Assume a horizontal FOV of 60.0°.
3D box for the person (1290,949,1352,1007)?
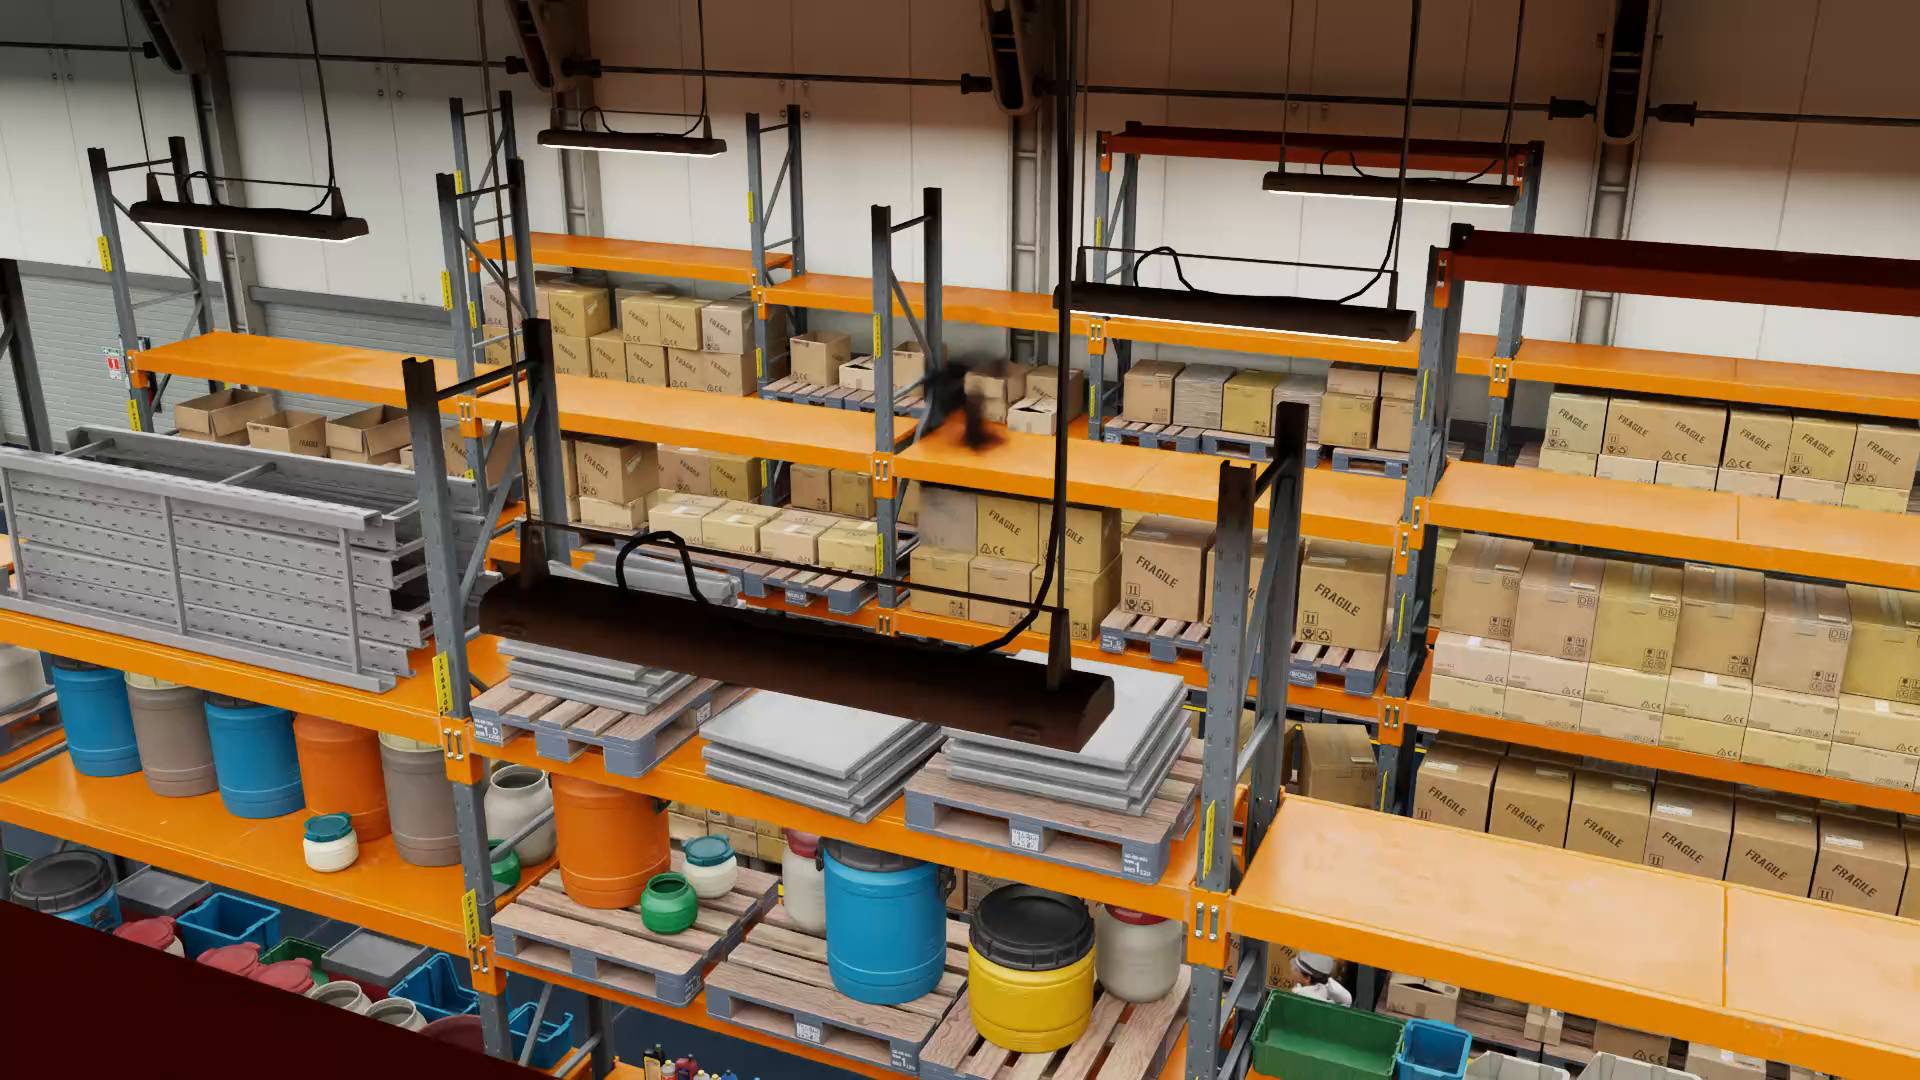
[{"bbox_3d":[2.320,3.446,11.028,0.926,1.699,0.600,7,21,17],"label":"person"}]
